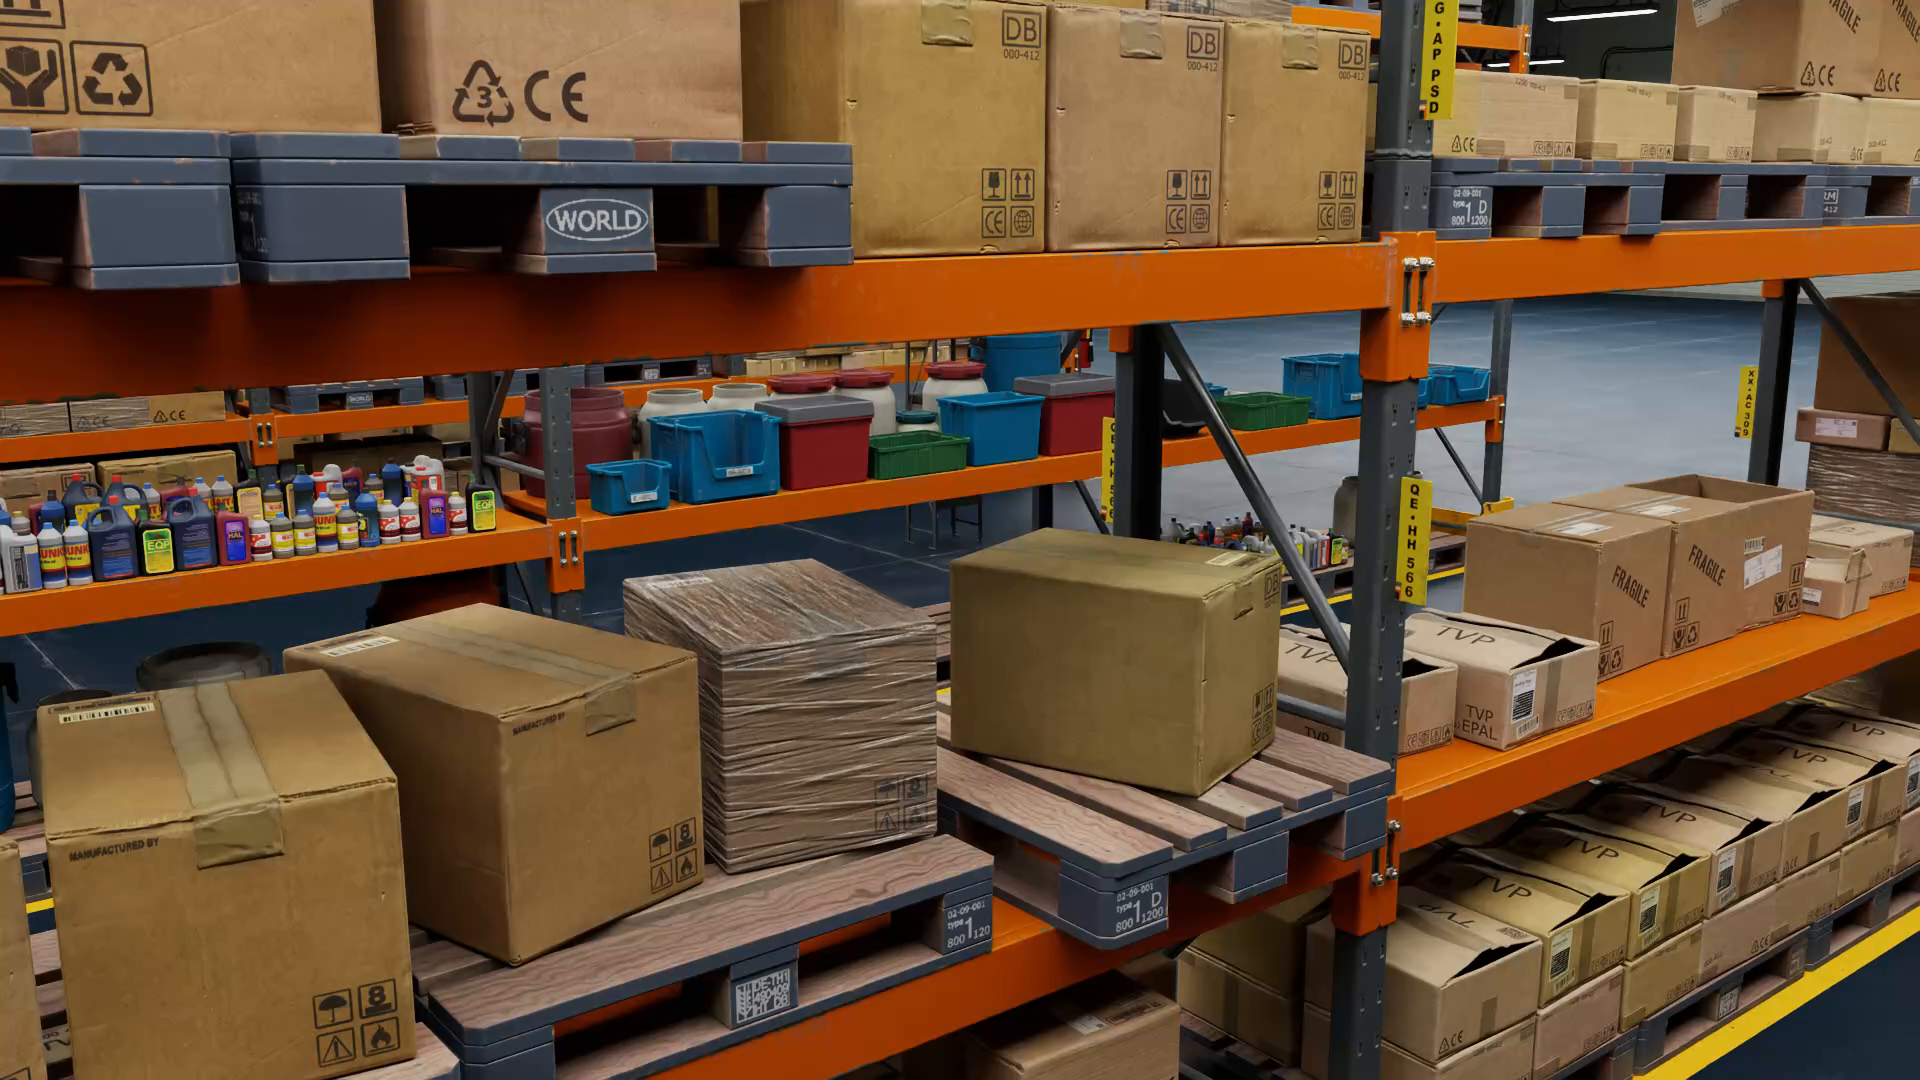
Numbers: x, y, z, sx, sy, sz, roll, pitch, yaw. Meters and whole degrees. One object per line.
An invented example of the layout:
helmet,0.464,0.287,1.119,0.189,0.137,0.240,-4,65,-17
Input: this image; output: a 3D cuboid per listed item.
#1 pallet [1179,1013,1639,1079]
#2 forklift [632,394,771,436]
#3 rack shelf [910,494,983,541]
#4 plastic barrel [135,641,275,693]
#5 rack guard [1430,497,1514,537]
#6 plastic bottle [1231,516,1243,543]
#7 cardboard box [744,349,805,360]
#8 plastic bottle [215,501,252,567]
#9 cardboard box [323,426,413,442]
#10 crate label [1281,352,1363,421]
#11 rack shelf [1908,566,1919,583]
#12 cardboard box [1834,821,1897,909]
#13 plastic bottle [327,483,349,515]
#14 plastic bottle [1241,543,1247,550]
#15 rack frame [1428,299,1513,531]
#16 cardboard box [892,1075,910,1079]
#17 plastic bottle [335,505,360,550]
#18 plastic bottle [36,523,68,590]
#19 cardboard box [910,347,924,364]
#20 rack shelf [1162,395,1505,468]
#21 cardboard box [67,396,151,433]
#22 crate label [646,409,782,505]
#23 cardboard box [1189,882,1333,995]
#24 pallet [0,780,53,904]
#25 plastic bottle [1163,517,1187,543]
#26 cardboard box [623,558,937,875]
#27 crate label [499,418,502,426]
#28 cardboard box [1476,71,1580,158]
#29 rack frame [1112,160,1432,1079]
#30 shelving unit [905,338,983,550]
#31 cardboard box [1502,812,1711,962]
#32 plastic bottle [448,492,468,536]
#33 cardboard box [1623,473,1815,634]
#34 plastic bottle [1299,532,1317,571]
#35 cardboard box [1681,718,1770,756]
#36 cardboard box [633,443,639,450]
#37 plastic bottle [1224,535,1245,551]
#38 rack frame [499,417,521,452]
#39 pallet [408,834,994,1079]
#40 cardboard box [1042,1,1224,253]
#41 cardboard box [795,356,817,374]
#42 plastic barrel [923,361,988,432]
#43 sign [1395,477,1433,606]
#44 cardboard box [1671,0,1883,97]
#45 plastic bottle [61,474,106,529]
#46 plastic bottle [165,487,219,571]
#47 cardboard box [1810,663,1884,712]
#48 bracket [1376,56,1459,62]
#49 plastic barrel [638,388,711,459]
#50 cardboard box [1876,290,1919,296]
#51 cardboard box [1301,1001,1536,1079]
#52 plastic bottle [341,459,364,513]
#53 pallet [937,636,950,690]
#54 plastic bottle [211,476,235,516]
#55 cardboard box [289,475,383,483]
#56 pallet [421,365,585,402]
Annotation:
pallet,1.490,1.708,5.578,1.213,0.211,1.003,-9,15,-38
forklift,-3.279,-2.289,17.853,3.031,2.935,1.130,6,13,25
rack shelf,-0.129,-0.308,13.958,0.480,0.518,0.431,-9,15,-38
plastic barrel,-3.522,0.827,7.805,0.708,0.588,0.600,-9,15,-38
rack guard,3.948,-0.157,13.666,0.348,0.500,1.175,-9,15,-38
plastic bottle,2.100,-0.049,12.648,0.097,0.271,0.097,0,12,0
cardboard box,-1.850,-1.925,15.015,0.500,0.500,0.875,-9,15,-38
plastic bottle,-3.211,-0.033,7.341,0.133,0.283,0.061,-9,15,-38
cardboard box,-6.444,-1.385,17.834,0.750,0.750,1.050,-9,15,-38
crate label,2.710,-1.132,12.154,0.616,0.435,0.502,-9,15,-38
rack shelf,5.508,0.018,8.556,4.000,0.370,1.077,-9,15,-38
cardboard box,3.407,1.231,6.718,0.500,0.250,0.500,-10,15,-39
plastic bottle,-3.078,-0.181,8.237,0.097,0.201,0.097,0,12,0
plastic bottle,1.983,0.154,11.693,0.097,0.271,0.097,0,12,0
rack frame,3.978,-1.398,13.489,0.127,3.000,1.000,-9,15,-38
cardboard box,-0.166,1.678,3.962,0.500,0.500,0.500,-10,16,-40
plastic bottle,-2.828,-0.061,7.672,0.097,0.201,0.097,0,12,0
plastic bottle,-3.781,0.063,6.919,0.097,0.271,0.097,0,12,0
cardboard box,-0.554,-1.775,15.870,0.250,0.149,0.380,-9,15,-38
rack shelf,2.416,-0.786,12.342,4.000,0.370,1.077,-9,15,-38
cardboard box,-5.987,-1.044,11.582,0.500,0.500,0.500,-10,15,-38
crate label,-1.324,-0.462,8.997,0.616,0.435,0.502,-9,15,-38
cardboard box,1.078,1.202,5.507,0.500,0.311,0.500,-9,15,-36
pallet,-3.811,1.271,7.635,1.213,0.211,1.003,-9,15,-38
plastic bottle,1.579,0.005,12.203,0.185,0.351,0.144,-10,15,-38
cardboard box,-0.432,0.378,3.877,0.500,0.500,0.700,-6,13,-27
crate label,-5.738,-1.446,20.608,0.298,0.136,0.250,2,12,11
cardboard box,1.540,-1.294,5.130,0.500,0.250,0.500,-9,15,-36
rack frame,0.822,0.444,4.815,0.127,3.000,1.000,-9,15,-38
shelving unit,-0.129,-1.006,13.810,0.503,2.100,0.431,-9,15,-38
cardboard box,2.219,1.154,5.732,0.500,0.311,0.500,-10,16,-39
plastic bottle,-2.420,-0.129,7.992,0.097,0.201,0.097,0,12,0
cardboard box,2.925,0.042,6.470,0.500,0.500,0.500,-8,14,-34
plastic bottle,2.495,0.075,12.051,0.135,0.276,0.152,-10,16,-39
cardboard box,3.073,0.868,7.079,0.500,0.311,0.500,-10,15,-38
cardboard box,-2.733,-0.598,14.683,0.500,0.500,0.700,-11,16,-42
plastic bottle,1.891,0.140,11.566,0.185,0.351,0.144,-10,16,-40
rack frame,-5.259,-2.500,18.678,0.127,3.000,1.000,-9,15,-38
pallet,-0.693,0.791,3.643,1.213,0.211,1.003,-9,15,-38
cardboard box,0.105,-0.944,3.889,0.500,0.500,0.910,-9,15,-38
cardboard box,-1.503,-1.605,15.073,0.250,0.149,0.380,-9,15,-38
plastic barrel,-0.030,-0.857,10.614,0.433,0.535,0.433,0,12,0
sign,1.169,0.003,4.294,0.005,0.325,0.100,-9,15,-38
cardboard box,3.009,-1.890,6.129,0.500,0.500,0.500,-8,14,-32
plastic bottle,-4.019,-0.132,7.646,0.185,0.351,0.144,-9,15,-38
plastic bottle,-3.361,-0.052,7.269,0.185,0.351,0.144,-9,15,-38
cardboard box,4.569,0.539,8.170,0.500,0.500,0.500,-9,15,-38
bracket,11.794,-12.811,44.130,4.783,0.066,0.076,-9,15,-38
plastic barrel,-1.599,-0.582,9.381,0.421,0.512,0.421,0,12,0
cardboard box,4.682,-0.883,7.700,0.500,0.500,0.700,-9,15,-38
cardboard box,1.415,1.564,5.152,0.500,0.250,0.500,-10,15,-38
plastic bottle,-3.094,-0.264,8.429,0.133,0.283,0.061,-9,15,-38
pallet,-0.688,0.753,10.075,1.213,0.211,1.003,-9,15,-38
plastic bottle,-3.562,-0.175,8.041,0.097,0.271,0.097,0,12,0
cardboard box,-4.853,-0.246,13.022,0.500,0.500,0.700,-10,16,-41
pallet,-3.843,-1.333,13.645,1.213,0.211,1.003,-9,15,-38
